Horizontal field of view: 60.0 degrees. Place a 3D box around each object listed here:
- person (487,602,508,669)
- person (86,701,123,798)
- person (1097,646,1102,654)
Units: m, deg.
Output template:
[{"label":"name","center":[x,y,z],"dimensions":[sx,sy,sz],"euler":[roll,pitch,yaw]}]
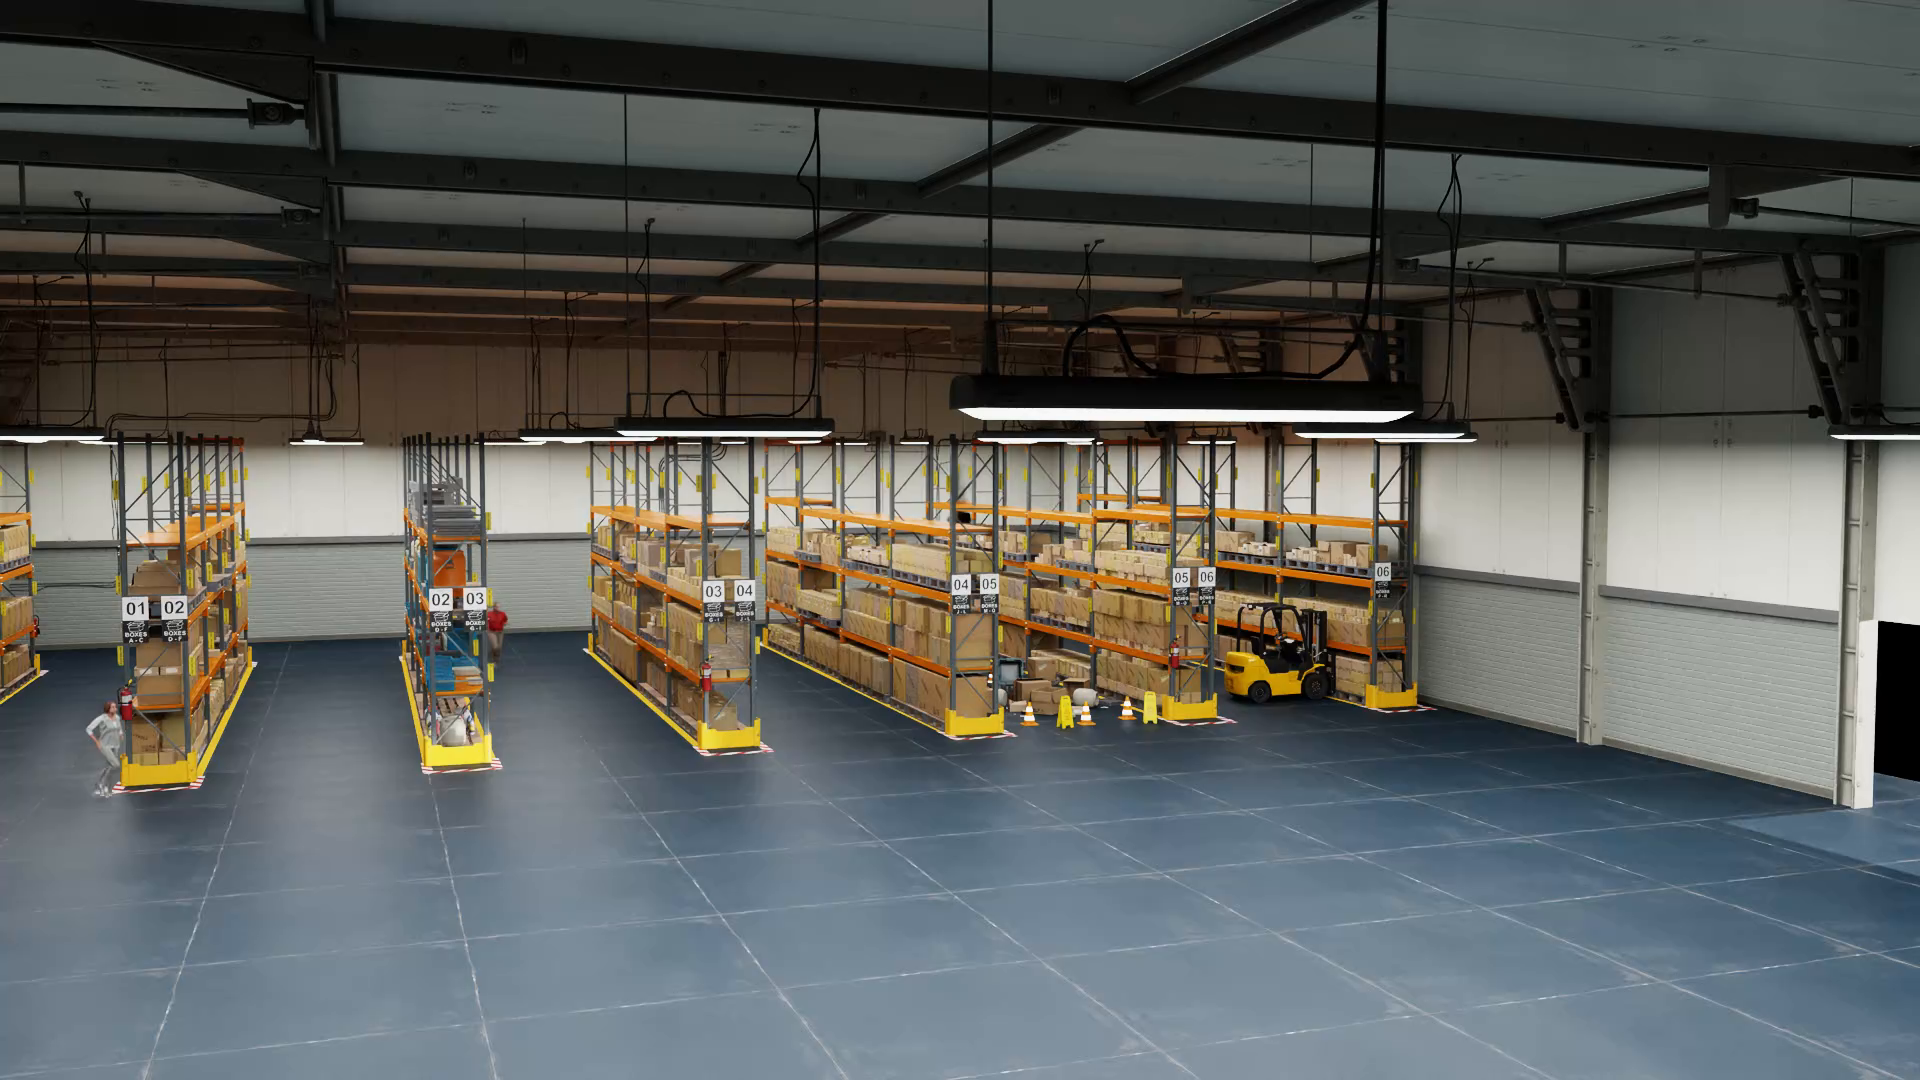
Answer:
[{"label":"person","center":[-12.042,2.499,43.143],"dimensions":[0.659,1.773,0.799],"euler":[-2,4,-33]},{"label":"person","center":[-13.956,3.421,27.241],"dimensions":[0.601,1.586,0.526],"euler":[1,3,17]},{"label":"person","center":[3.770,2.510,42.996],"dimensions":[0.509,1.709,0.810],"euler":[-1,3,-16]}]
